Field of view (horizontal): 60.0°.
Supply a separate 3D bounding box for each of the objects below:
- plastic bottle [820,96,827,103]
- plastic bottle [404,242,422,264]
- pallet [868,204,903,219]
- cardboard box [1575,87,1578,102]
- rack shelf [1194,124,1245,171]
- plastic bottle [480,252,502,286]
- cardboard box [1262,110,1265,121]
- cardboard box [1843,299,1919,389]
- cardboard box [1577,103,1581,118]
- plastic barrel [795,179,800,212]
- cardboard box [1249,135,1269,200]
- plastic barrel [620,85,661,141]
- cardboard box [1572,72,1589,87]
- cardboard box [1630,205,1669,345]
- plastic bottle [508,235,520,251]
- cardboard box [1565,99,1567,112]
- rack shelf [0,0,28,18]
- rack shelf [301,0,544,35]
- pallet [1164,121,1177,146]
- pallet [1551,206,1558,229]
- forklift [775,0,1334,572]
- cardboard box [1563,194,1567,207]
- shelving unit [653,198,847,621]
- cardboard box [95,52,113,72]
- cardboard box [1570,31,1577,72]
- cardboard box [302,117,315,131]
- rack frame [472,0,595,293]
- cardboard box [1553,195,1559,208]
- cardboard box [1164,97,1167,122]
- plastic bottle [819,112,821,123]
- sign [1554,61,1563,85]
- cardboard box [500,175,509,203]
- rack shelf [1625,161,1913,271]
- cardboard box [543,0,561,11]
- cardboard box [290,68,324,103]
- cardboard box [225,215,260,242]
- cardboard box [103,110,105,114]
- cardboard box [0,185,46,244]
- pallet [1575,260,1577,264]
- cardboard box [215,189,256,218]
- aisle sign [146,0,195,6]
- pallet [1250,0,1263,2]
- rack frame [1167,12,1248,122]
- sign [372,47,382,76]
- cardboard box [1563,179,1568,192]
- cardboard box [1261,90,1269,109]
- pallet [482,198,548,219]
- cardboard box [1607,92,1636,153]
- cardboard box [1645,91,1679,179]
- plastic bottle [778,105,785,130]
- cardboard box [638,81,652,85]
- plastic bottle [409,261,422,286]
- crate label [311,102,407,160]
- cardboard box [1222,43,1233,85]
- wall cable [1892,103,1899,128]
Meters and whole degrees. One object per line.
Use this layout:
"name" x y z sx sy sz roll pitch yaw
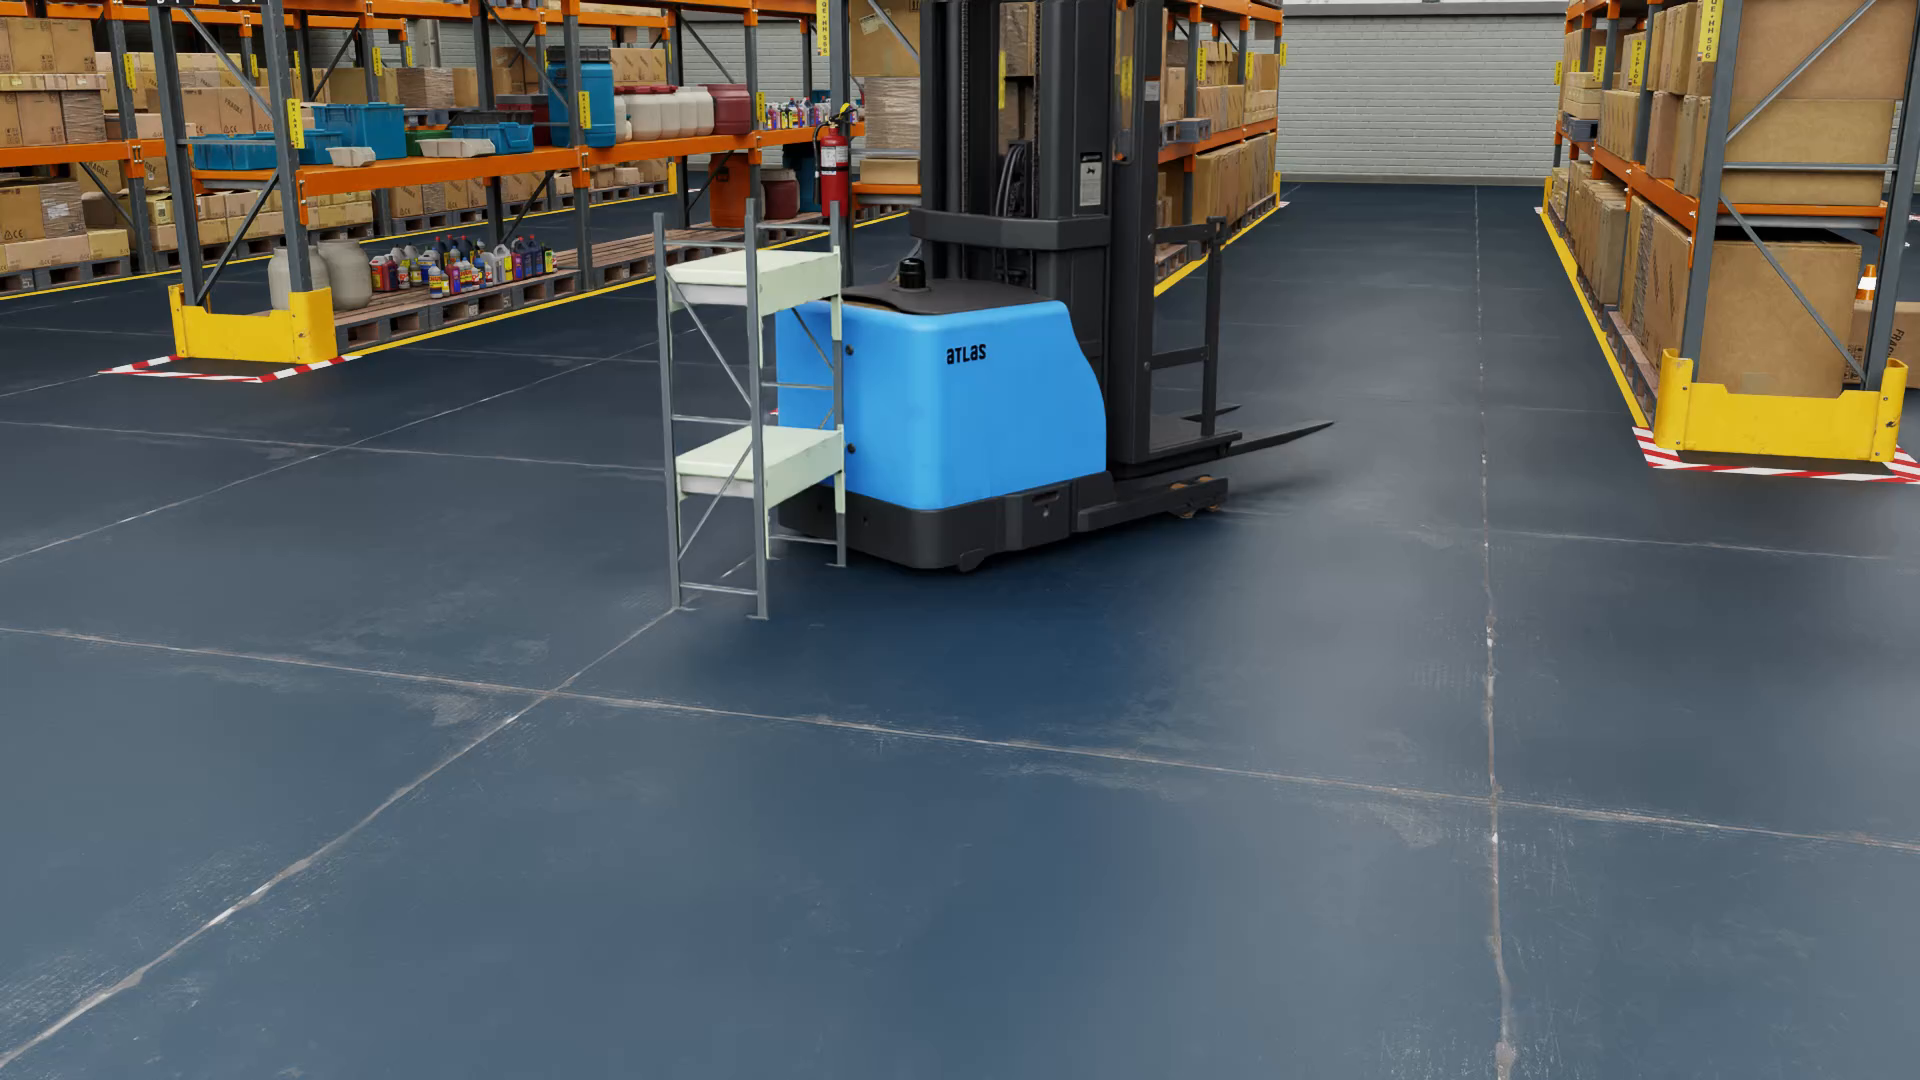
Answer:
"plastic bottle" -1.772 -5.555 21.508 0.144 0.351 0.185 5 16 16
"plastic bottle" -4.709 -2.387 14.295 0.144 0.351 0.185 4 16 15
"pallet" -1.462 -4.736 23.639 1.003 0.211 1.213 5 16 16
"cardboard box" 6.700 -4.698 17.543 0.380 0.149 0.250 5 16 15
"rack shelf" 2.546 -4.628 19.469 1.077 0.370 4.000 5 16 16
"plastic bottle" -4.010 -2.322 14.205 0.152 0.276 0.135 5 17 17
"cardboard box" 4.031 -5.905 23.111 0.380 0.149 0.250 5 17 17
"cardboard box" 6.111 -1.307 11.015 0.500 0.500 0.500 8 18 25
"cardboard box" 6.477 -4.351 16.863 0.380 0.149 0.250 5 16 16
"plastic barrel" -2.252 -4.420 21.205 0.421 0.512 0.421 0 16 0
"cardboard box" 3.888 -5.312 23.686 0.875 0.875 0.875 5 16 16
"plastic barrel" -3.217 -4.279 16.671 0.433 0.535 0.433 0 16 0
"cardboard box" 6.922 -5.048 18.231 0.380 0.149 0.250 5 17 18
"cardboard box" 5.070 -1.778 11.226 0.875 0.875 0.875 5 17 16
"plastic bottle" -3.952 -2.546 14.858 0.144 0.351 0.185 5 16 16
"cardboard box" 7.215 -5.027 19.248 0.380 0.149 0.250 5 17 17
"rack shelf" -12.838 -6.177 19.433 1.077 0.370 4.000 5 16 16
"rack shelf" -6.950 -6.841 21.771 1.077 0.370 4.000 5 16 16
"pallet" 1.455 -3.838 15.715 1.003 0.211 1.213 5 16 16
"pallet" 8.343 -4.244 21.905 1.003 0.211 1.213 5 16 16
"forklift" 0.619 -1.597 7.590 3.031 2.935 1.130 -14 21 -41
"cardboard box" 7.626 -4.167 20.435 0.380 0.149 0.250 5 17 17
"shelving unit" -0.787 -0.531 6.453 0.431 1.500 0.755 6 17 19
"cardboard box" -11.741 -6.405 22.273 0.500 0.250 0.500 4 16 15
"cardboard box" 7.858 -6.039 20.561 0.500 0.500 0.500 4 16 14
"cardboard box" -7.509 -4.843 19.367 0.380 0.149 0.250 5 16 16
"rack frame" -3.907 -3.789 15.190 1.000 3.000 0.127 5 16 16
"cardboard box" 8.149 -4.520 22.224 0.380 0.149 0.250 4 16 13
"cardboard box" 1.763 -4.131 15.875 0.396 0.266 0.258 4 16 14
"plastic bottle" -1.794 -5.302 20.890 0.097 0.201 0.097 0 16 0
"sign" 8.458 -6.592 23.486 0.100 0.325 0.005 5 16 16
"cardboard box" -6.539 -4.865 22.759 0.500 0.500 0.500 5 17 17
"rack shelf" 5.000 -2.124 10.640 1.077 0.370 4.000 5 16 16
"cardboard box" -6.007 -7.746 23.919 0.500 0.250 0.500 5 16 16
"cardboard box" -10.750 -7.126 26.405 0.980 0.700 0.700 4 16 14
"cardboard box" -8.012 -3.409 18.120 0.500 0.250 0.500 4 16 14
"cardboard box" -11.717 -5.689 22.312 0.380 0.149 0.250 5 17 18
"cardboard box" -8.870 -3.015 15.356 0.500 0.500 0.500 5 16 16
"pallet" 6.928 -2.903 17.177 1.003 0.211 1.213 5 16 16
"cardboard box" -8.006 -3.678 18.041 0.500 0.311 0.500 4 16 14
"aisle sign" -5.349 -3.997 11.161 0.394 0.787 0.004 5 16 16
"pallet" 3.357 -7.111 21.570 1.003 0.211 1.213 5 16 16
"rack frame" 3.115 -5.498 21.215 1.000 3.000 0.127 5 16 16
"sign" -6.986 -5.735 19.931 0.100 0.325 0.005 5 16 16
"cardboard box" 7.791 -4.452 20.894 0.380 0.149 0.250 4 16 15
"cardboard box" 4.079 -6.202 23.428 0.500 0.250 0.500 4 16 14
"pallet" -6.577 -4.710 23.547 1.003 0.211 1.213 5 16 16
"cardboard box" 5.889 -3.596 14.329 0.500 0.500 0.500 4 16 15
"cardboard box" 5.074 -2.691 11.044 0.875 0.550 0.550 5 16 16
"plastic bottle" -2.125 -5.020 19.744 0.061 0.283 0.133 5 16 16
"cardboard box" -5.256 -7.087 26.636 0.500 0.500 0.500 5 17 16
"plastic bottle" -4.634 -2.268 14.151 0.097 0.201 0.097 0 16 0
"crate label" -4.780 -3.262 13.268 0.502 0.435 0.616 5 16 16
"cardboard box" 2.941 -5.861 20.473 0.797 0.503 0.637 4 16 14
"wall cable" 15.333 -7.757 27.260 0.585 1.953 0.123 5 16 16
